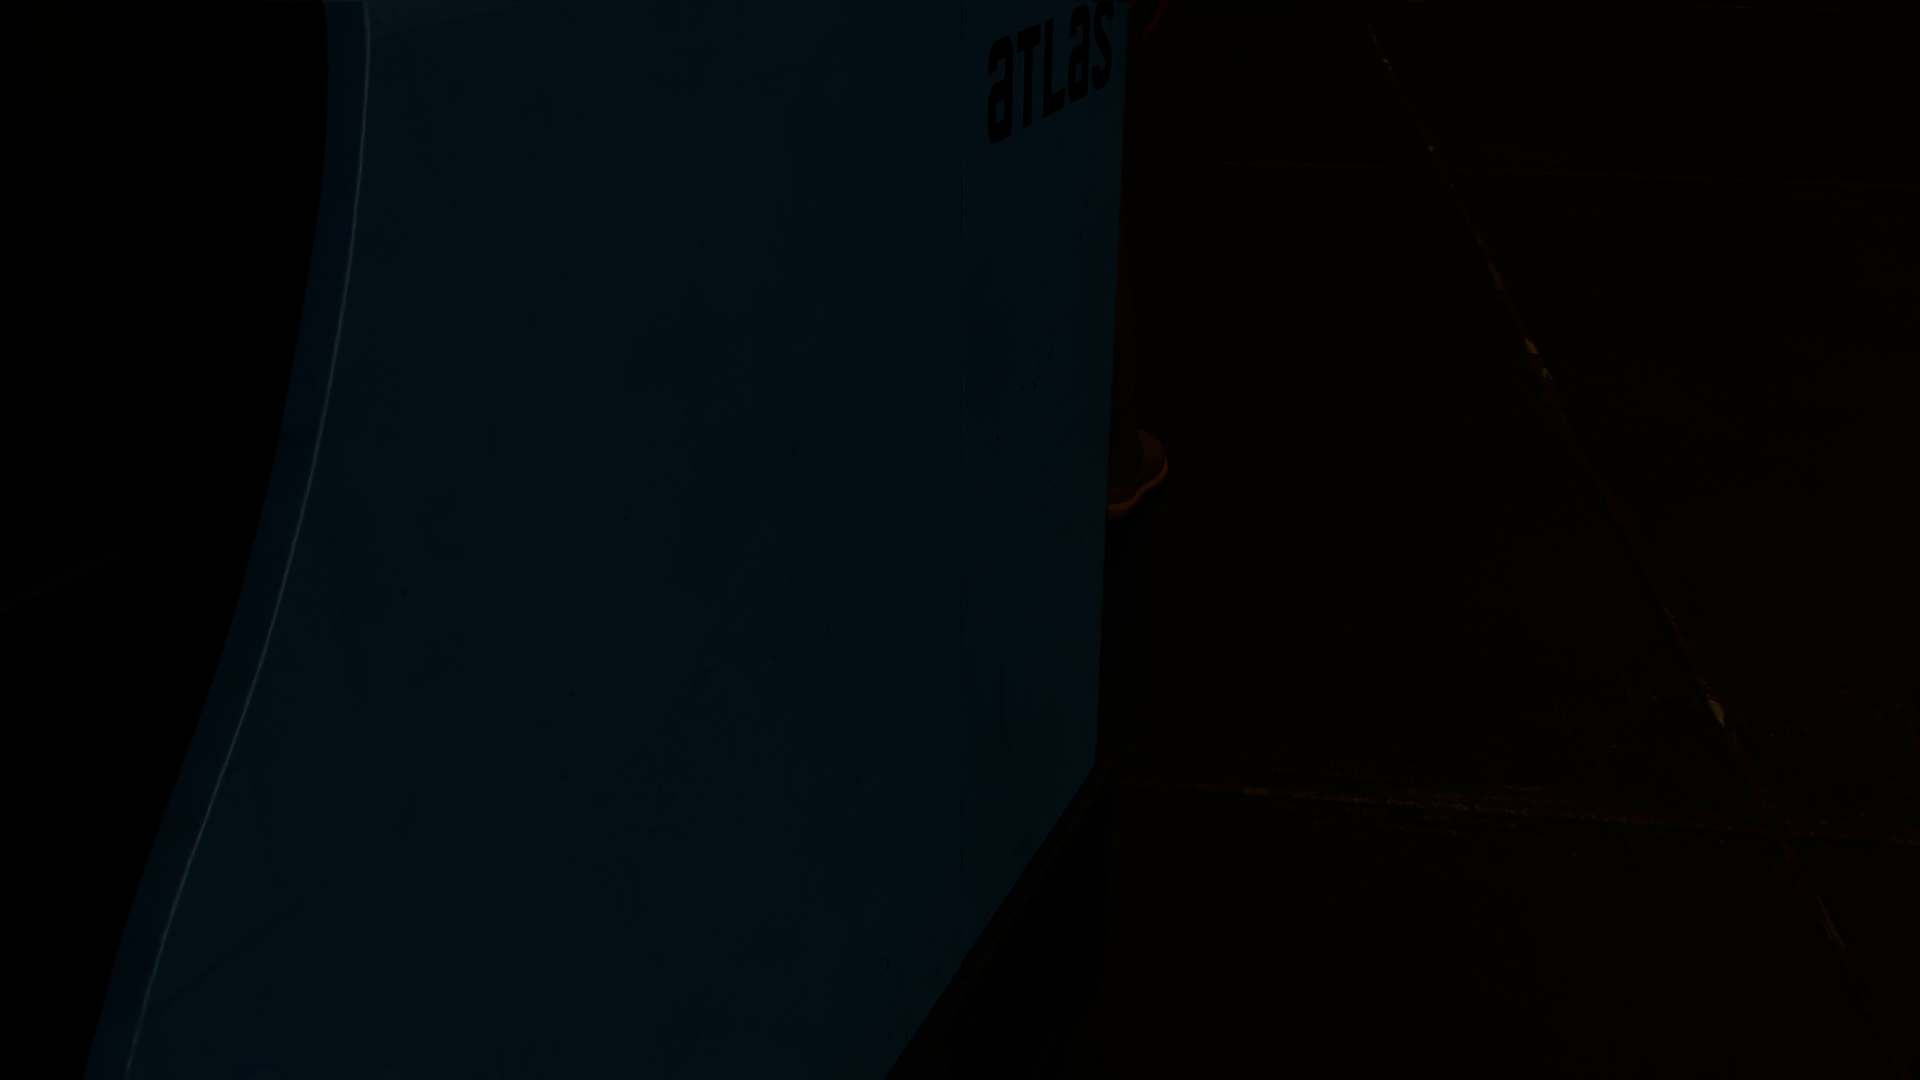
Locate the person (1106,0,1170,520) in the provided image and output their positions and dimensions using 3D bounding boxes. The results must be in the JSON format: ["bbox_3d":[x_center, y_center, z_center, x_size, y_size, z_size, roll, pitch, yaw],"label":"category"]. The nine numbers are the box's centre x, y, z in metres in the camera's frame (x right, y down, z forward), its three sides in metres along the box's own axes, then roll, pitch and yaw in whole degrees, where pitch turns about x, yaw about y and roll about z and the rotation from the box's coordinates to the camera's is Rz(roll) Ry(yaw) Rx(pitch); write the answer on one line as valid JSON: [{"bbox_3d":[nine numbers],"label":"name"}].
[{"bbox_3d":[0.031,-0.784,2.203,0.570,1.654,0.504,3,27,7],"label":"person"}]
